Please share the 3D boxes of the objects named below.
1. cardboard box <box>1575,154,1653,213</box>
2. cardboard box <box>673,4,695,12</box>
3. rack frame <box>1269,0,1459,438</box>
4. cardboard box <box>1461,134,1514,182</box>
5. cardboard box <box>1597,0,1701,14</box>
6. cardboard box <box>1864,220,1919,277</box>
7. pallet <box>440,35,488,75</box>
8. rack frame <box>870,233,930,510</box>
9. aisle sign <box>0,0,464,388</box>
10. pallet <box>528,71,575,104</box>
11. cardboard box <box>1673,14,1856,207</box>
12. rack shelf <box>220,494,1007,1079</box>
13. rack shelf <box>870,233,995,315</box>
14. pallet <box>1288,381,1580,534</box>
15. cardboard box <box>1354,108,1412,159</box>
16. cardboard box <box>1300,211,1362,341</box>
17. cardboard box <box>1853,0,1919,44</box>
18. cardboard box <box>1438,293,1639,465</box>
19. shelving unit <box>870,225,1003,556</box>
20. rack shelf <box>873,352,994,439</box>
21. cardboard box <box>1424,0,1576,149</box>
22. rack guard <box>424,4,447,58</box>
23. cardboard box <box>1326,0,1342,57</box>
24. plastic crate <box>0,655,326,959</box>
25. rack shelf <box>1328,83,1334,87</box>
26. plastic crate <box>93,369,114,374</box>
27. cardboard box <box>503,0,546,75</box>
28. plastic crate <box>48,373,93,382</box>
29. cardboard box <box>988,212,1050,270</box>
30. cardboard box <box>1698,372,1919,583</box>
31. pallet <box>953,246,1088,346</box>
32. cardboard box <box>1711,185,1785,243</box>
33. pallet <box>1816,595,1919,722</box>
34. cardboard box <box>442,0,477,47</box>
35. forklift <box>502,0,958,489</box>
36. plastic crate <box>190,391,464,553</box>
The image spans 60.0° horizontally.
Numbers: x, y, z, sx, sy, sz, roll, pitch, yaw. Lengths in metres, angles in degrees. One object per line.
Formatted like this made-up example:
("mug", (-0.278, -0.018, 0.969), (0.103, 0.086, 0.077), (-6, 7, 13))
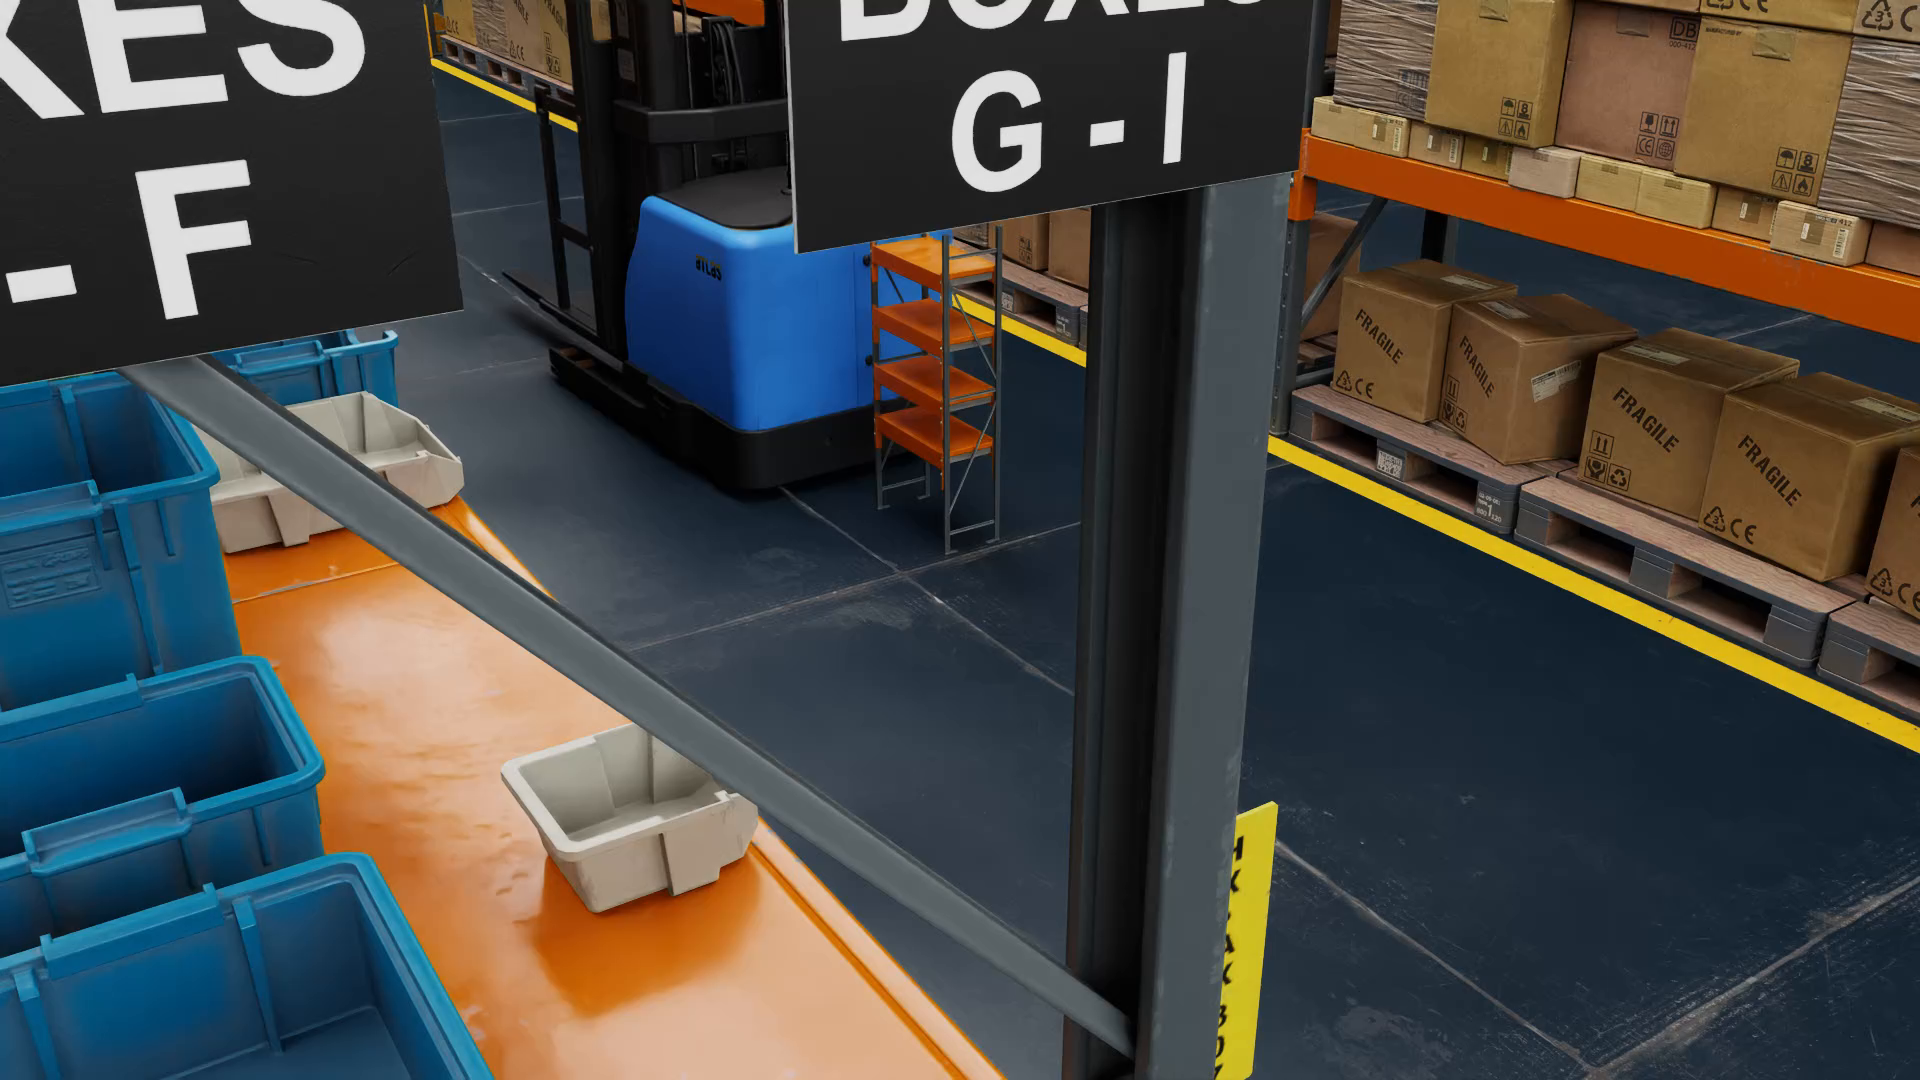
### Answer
("cardboard box", (2.320, -1.233, 5.642), (0.380, 0.149, 0.250), (-16, 29, -30))
("cardboard box", (-1.761, -3.482, 12.109), (1.225, 0.875, 0.875), (-17, 30, -31))
("rack frame", (1.751, -1.935, 6.835), (1.000, 3.000, 0.127), (-16, 29, -30))
("cardboard box", (2.046, -1.412, 6.021), (0.380, 0.149, 0.250), (-16, 29, -30))
("cardboard box", (2.331, -1.989, 5.313), (0.500, 0.500, 0.500), (-16, 29, -30))
("cardboard box", (2.910, -0.888, 4.911), (0.380, 0.149, 0.250), (-16, 29, -30))
("pallet", (-4.298, -4.698, 15.955), (1.003, 0.211, 1.213), (-16, 29, -30))
("rack frame", (-0.224, -0.689, 6.304), (0.240, 1.200, 0.015), (-16, 29, -30))
("aisle sign", (-0.425, -0.431, 0.603), (0.394, 0.787, 0.004), (-16, 29, -30))
("pallet", (-2.966, -3.826, 14.106), (1.003, 0.211, 1.213), (-16, 29, -30))
("cardboard box", (2.784, -1.408, 5.254), (0.875, 0.500, 0.500), (-16, 29, -30))
("rack shelf", (-1.307, 0.260, 3.028), (1.077, 0.370, 4.000), (-16, 29, -30))
("rack shelf", (-0.090, -0.957, 5.952), (0.258, 0.148, 0.480), (-16, 29, -30))
("pallet", (2.147, -0.442, 6.939), (1.003, 0.211, 1.213), (-16, 29, -30))
("cardboard box", (1.742, -1.582, 6.381), (0.380, 0.149, 0.250), (-16, 29, -30))
("cardboard box", (1.434, -1.228, 7.751), (0.700, 0.500, 0.500), (-18, 31, -33))
("cardboard box", (2.879, -1.632, 4.557), (0.500, 0.500, 0.500), (-16, 29, -30))
("cardboard box", (2.255, -0.639, 6.526), (0.500, 0.500, 0.500), (-6, 26, -13))
("shelving unit", (-0.090, -0.602, 6.119), (0.258, 1.200, 0.503), (-16, 29, -30))
("rack shelf", (-0.090, -0.541, 6.148), (0.258, 0.148, 0.480), (-16, 29, -30))
("cardboard box", (2.189, -1.752, 5.983), (0.875, 0.500, 0.500), (-16, 29, -30))
("rack guard", (-4.813, -5.105, 16.479), (1.175, 0.500, 0.348), (-16, 29, -30))
("cardboard box", (1.435, -2.713, 7.288), (1.000, 1.000, 1.000), (-15, 29, -29))
("plastic crate", (-1.089, 0.374, 2.117), (0.499, 0.251, 0.408), (-16, 29, -30))
("rack shelf", (0.659, -2.325, 8.504), (1.077, 0.370, 4.000), (-16, 29, -30))
("plastic crate", (-2.219, -0.536, 3.944), (0.767, 0.338, 0.504), (-16, 29, -30))
("cardboard box", (-3.401, -4.602, 14.482), (0.875, 0.875, 0.875), (-16, 29, -30))
("plastic crate", (-1.894, -0.134, 3.267), (0.450, 0.188, 0.662), (-16, 29, -30))
("cardboard box", (0.579, -1.803, 8.968), (0.700, 0.500, 0.500), (-13, 28, -25))
("cardboard box", (2.927, -0.225, 5.649), (0.500, 0.500, 0.500), (-13, 28, -25))
("pallet", (0.655, -1.389, 8.945), (1.003, 0.211, 1.213), (-16, 29, -30))
("cardboard box", (2.621, -1.062, 5.280), (0.380, 0.149, 0.250), (-16, 29, -30))
("pallet", (3.479, 0.431, 5.090), (1.003, 0.211, 1.213), (-16, 29, -30))
("cardboard box", (-4.383, -5.246, 15.846), (0.875, 0.875, 0.875), (-16, 29, -30))
("forklift", (-1.266, -2.098, 7.261), (1.130, 2.935, 3.031), (-17, 30, -31))
("plastic crate", (-1.300, -0.140, 3.341), (0.530, 0.136, 0.437), (-16, 29, -30))
